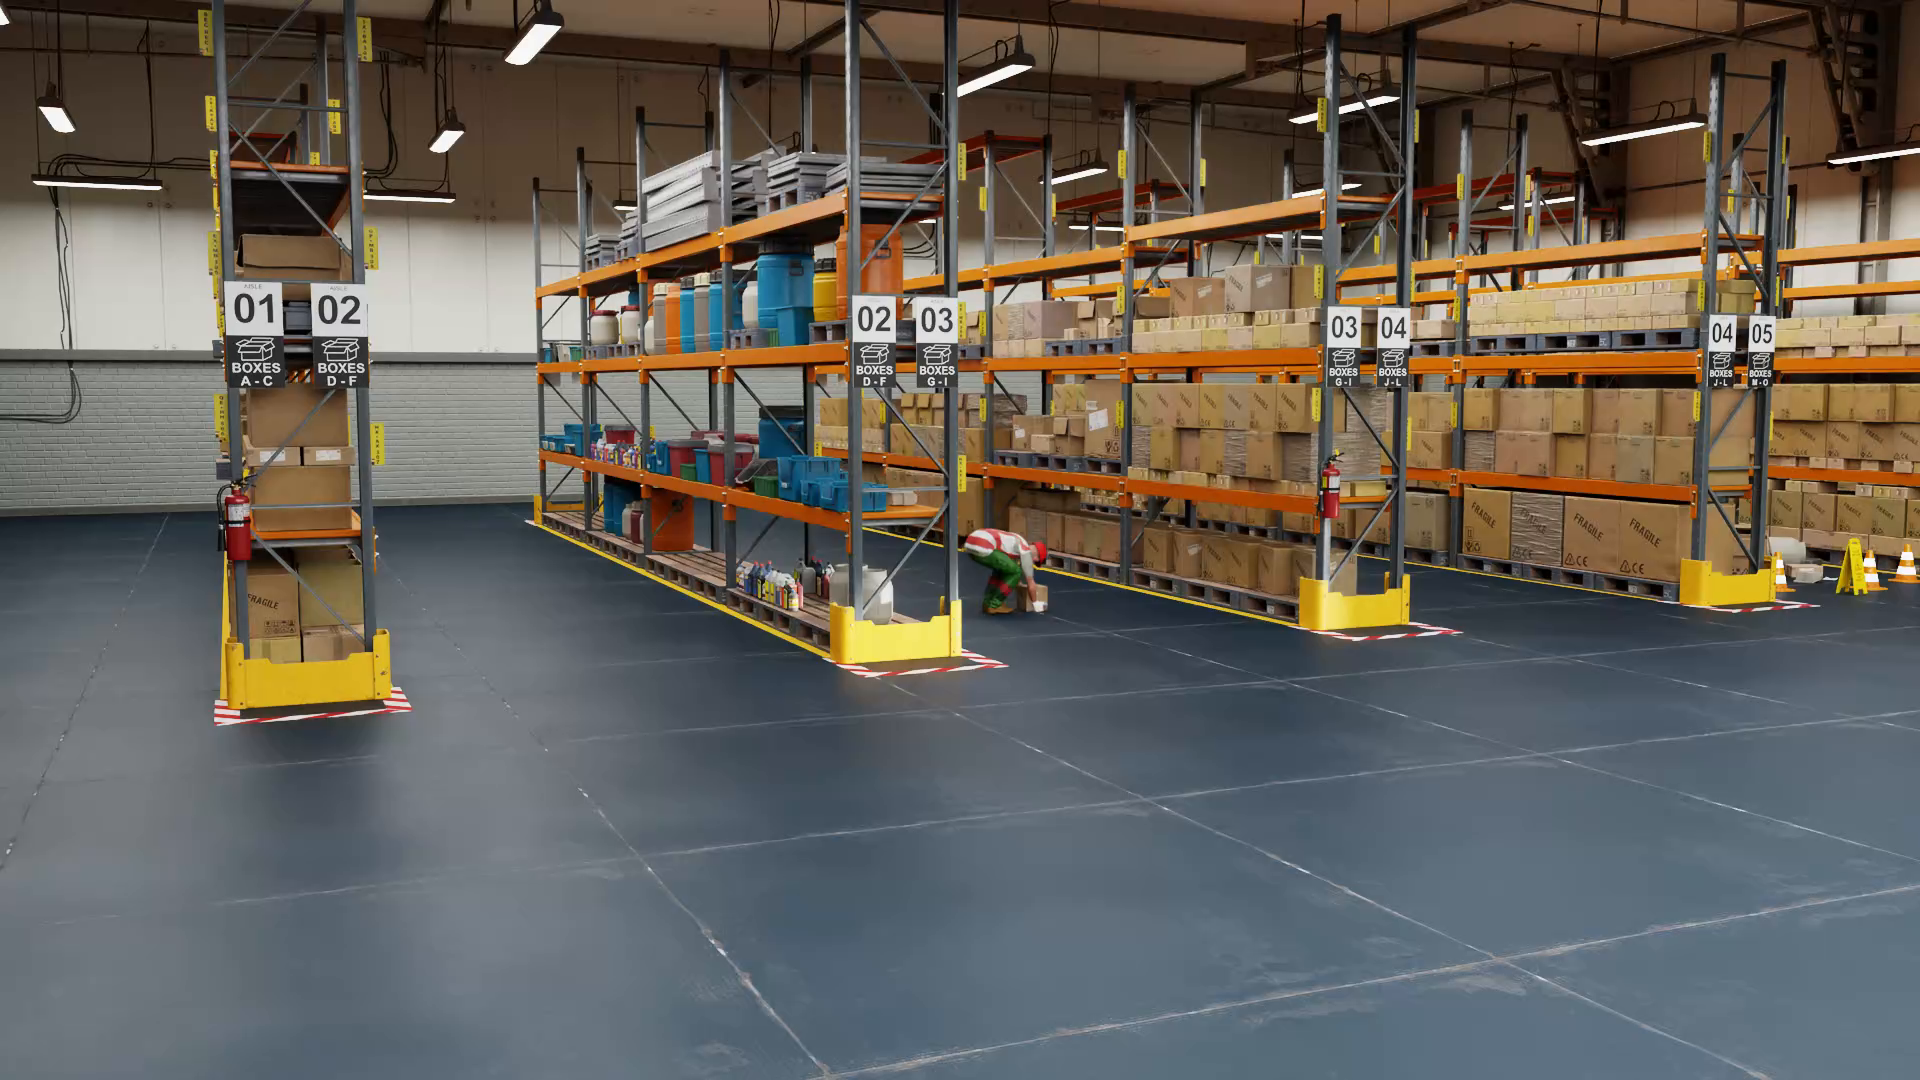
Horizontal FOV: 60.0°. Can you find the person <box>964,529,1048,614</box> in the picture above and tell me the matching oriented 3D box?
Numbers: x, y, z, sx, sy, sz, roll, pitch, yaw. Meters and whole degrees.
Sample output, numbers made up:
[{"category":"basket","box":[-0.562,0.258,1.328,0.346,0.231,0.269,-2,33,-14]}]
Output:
[{"category":"person","box":[0.512,0.328,17.914,0.956,0.915,0.526,-3,6,-26]}]
